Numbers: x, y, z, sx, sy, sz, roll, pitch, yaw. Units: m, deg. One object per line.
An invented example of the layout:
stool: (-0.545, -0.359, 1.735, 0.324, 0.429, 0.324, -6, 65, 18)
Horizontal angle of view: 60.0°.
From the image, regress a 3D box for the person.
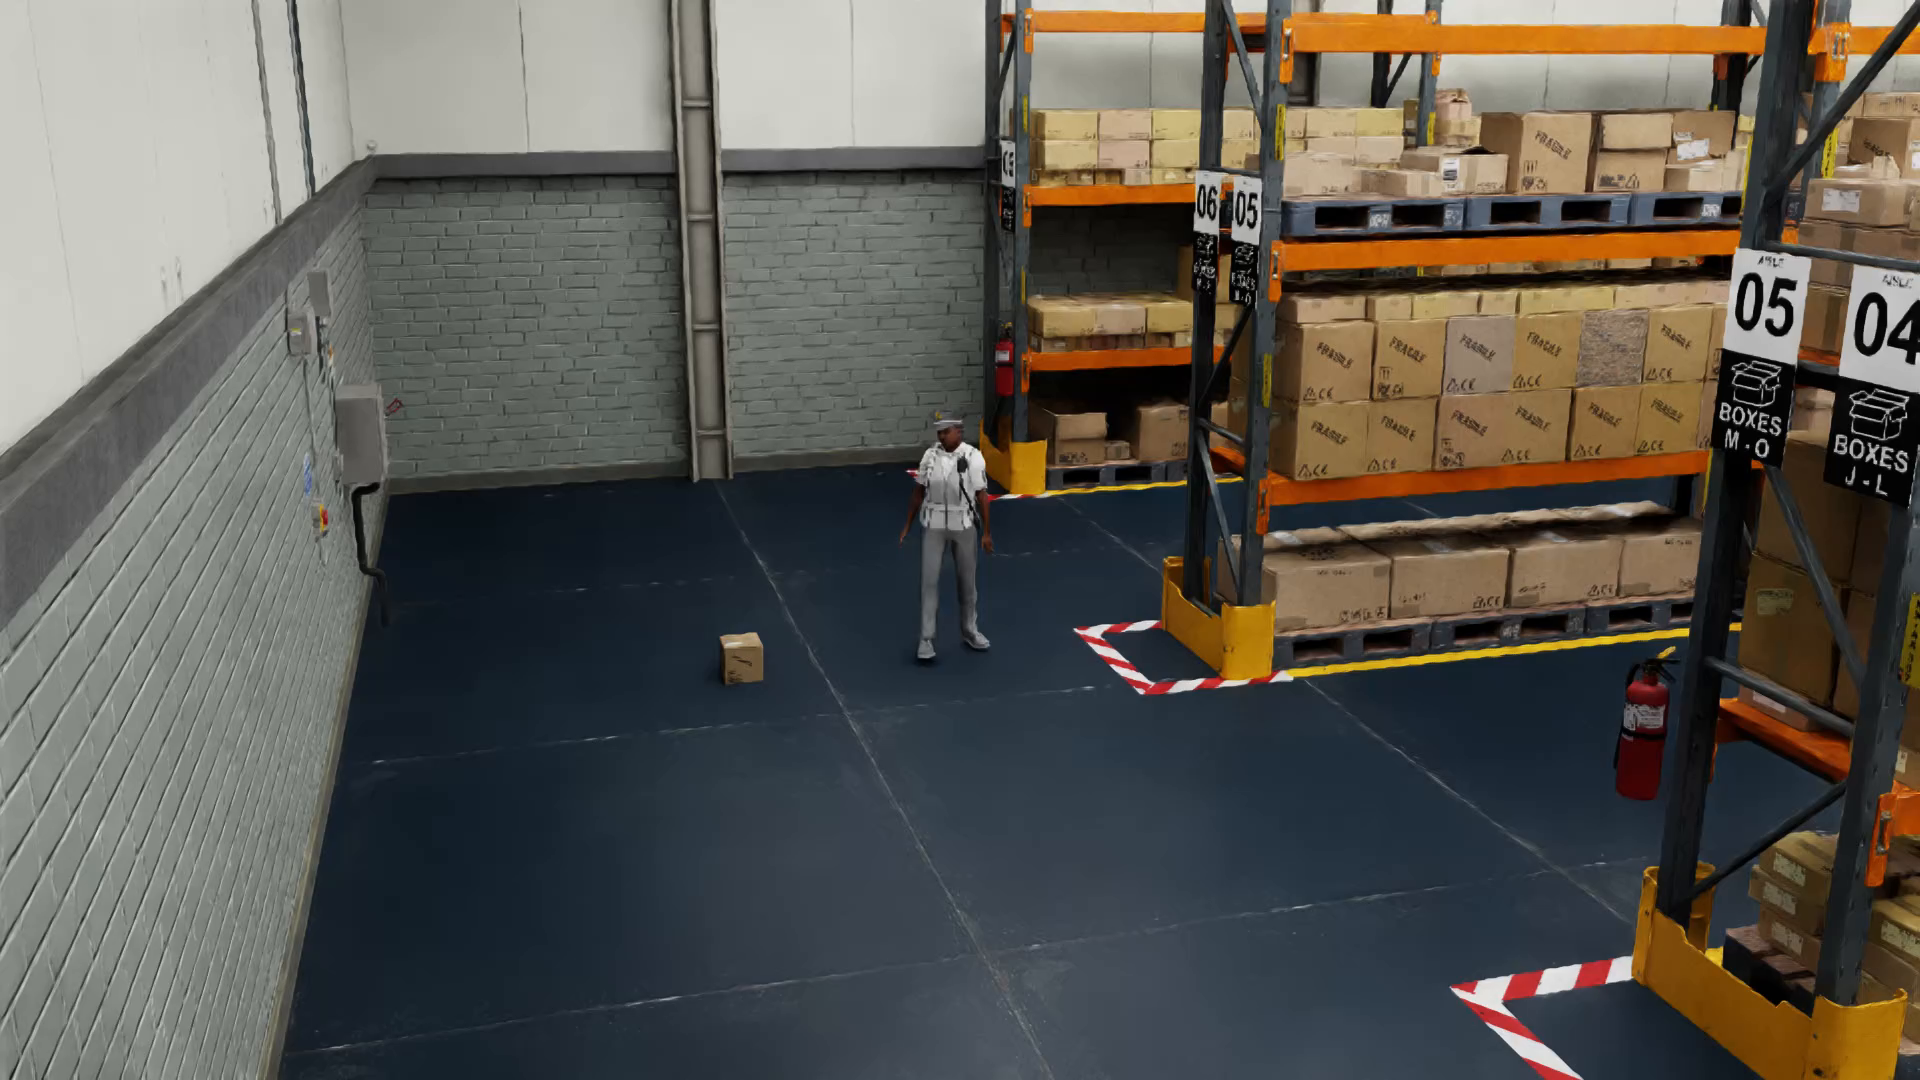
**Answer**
person: (-0.103, -0.049, 11.121, 0.640, 1.663, 0.571, 2, 16, 8)
